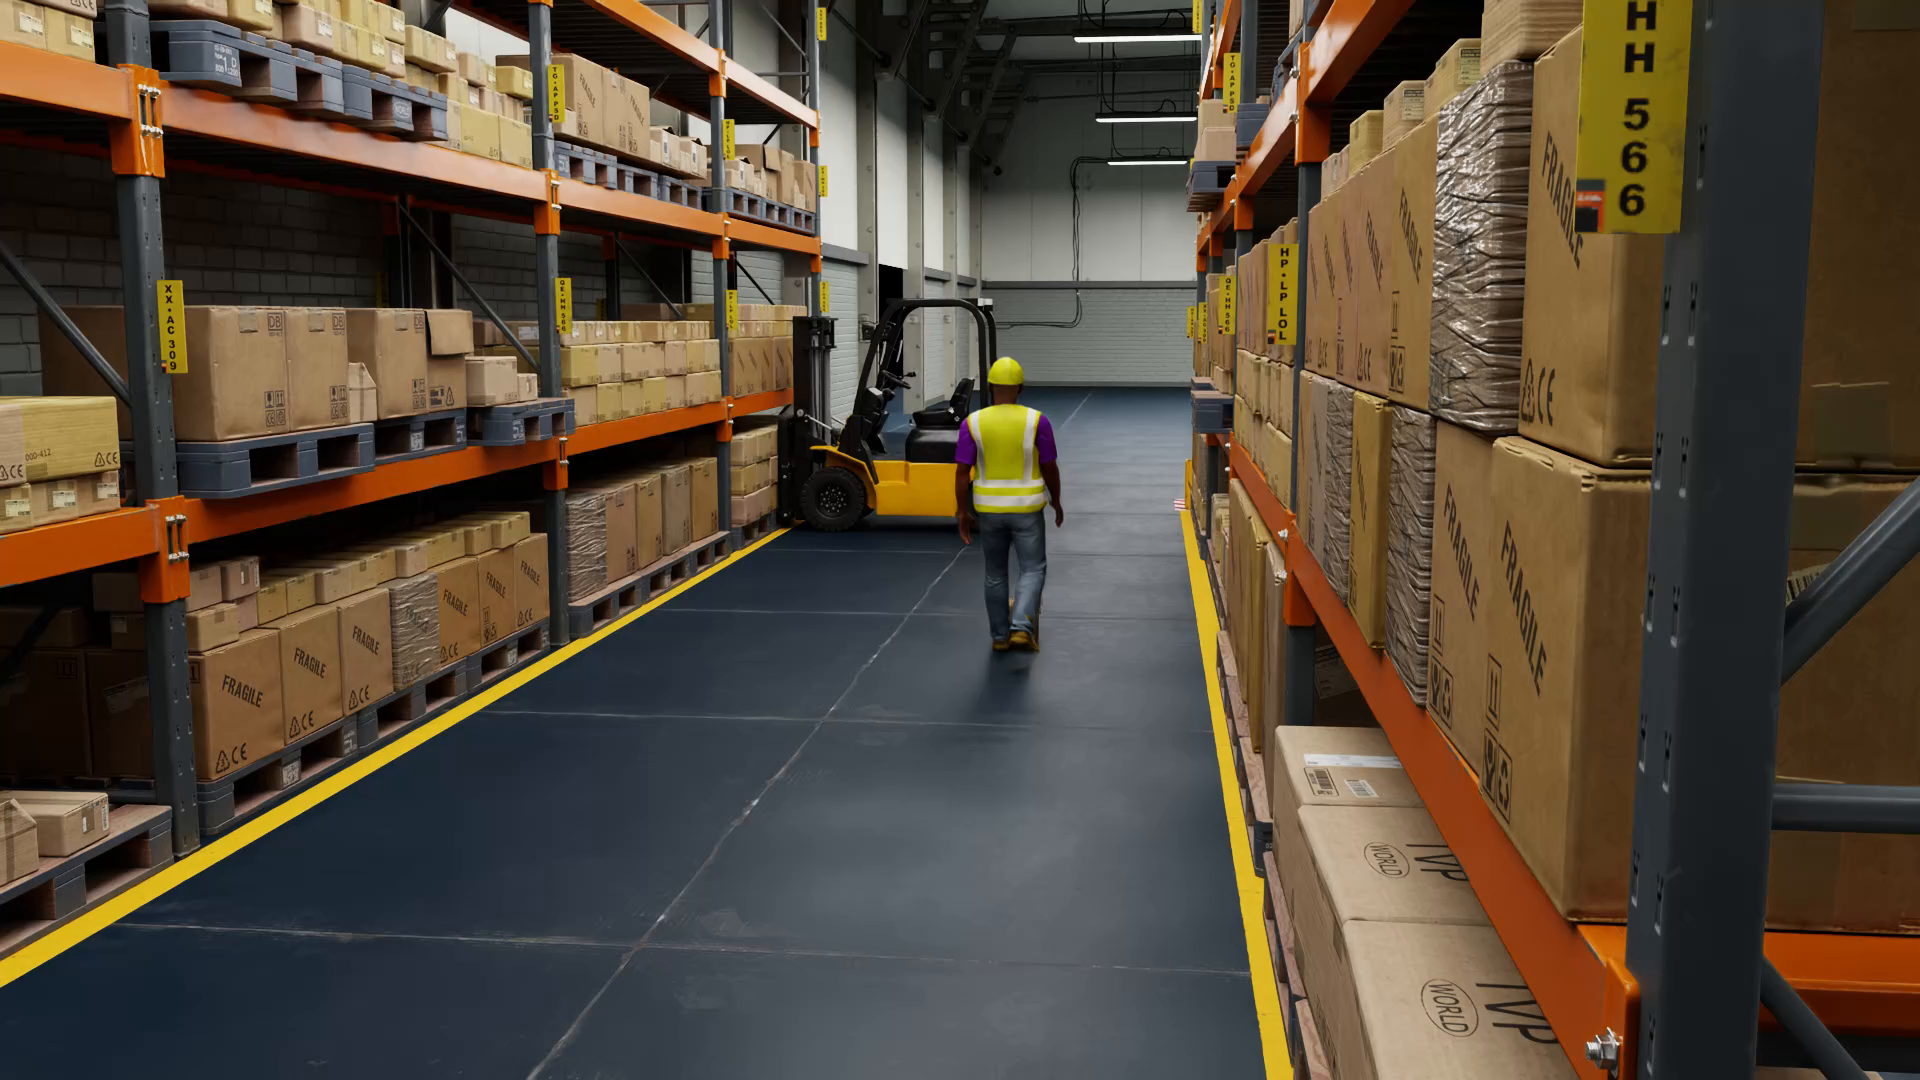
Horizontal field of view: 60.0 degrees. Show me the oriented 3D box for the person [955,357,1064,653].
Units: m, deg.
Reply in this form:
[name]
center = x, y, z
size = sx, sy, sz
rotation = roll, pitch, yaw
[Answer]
[person]
center = 0.293, -0.185, 9.606
size = 0.583, 1.742, 0.889
rotation = 2, 8, 14
